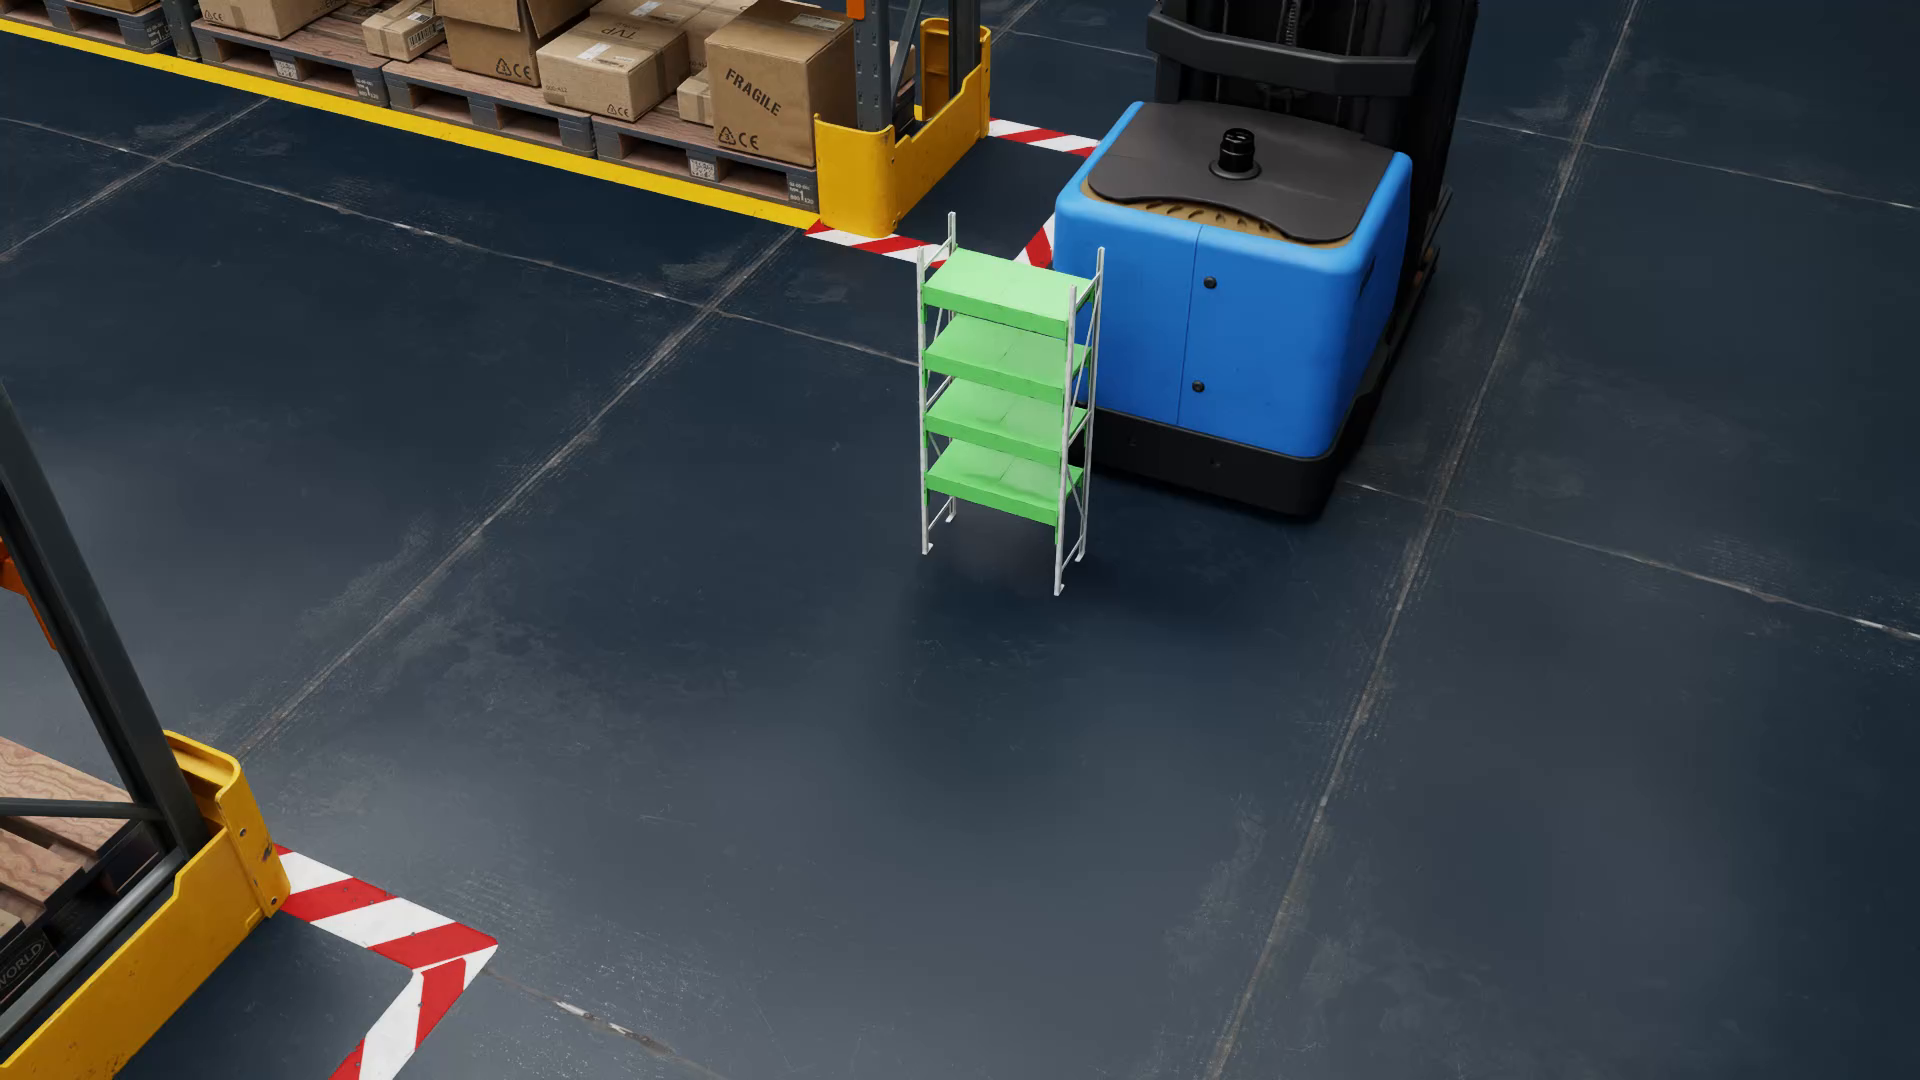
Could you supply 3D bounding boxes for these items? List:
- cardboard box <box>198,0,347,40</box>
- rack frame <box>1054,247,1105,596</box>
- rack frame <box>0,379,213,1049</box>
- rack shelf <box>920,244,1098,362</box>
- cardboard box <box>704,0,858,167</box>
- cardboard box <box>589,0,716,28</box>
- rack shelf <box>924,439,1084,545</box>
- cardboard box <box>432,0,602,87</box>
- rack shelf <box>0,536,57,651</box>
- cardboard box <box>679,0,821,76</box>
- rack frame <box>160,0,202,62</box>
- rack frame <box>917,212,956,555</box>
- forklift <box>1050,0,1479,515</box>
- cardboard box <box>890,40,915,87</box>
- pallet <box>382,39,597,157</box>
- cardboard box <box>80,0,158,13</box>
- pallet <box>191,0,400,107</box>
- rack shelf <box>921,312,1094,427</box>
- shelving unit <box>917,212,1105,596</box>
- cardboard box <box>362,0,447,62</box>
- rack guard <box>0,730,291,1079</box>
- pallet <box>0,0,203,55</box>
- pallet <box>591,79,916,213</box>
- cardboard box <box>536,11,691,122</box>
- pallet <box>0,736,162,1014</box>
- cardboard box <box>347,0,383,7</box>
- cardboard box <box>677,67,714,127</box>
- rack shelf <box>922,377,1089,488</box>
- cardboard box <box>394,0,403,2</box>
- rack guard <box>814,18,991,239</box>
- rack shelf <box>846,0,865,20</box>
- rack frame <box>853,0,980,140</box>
[{"bbox_3d":[-3.506,-2.824,8.434,0.500,0.311,0.500,17,44,19],"label":"cardboard box"},{"bbox_3d":[0.371,-0.340,5.226,0.015,1.200,0.240,17,44,19],"label":"rack frame"},{"bbox_3d":[-2.268,0.129,3.311,0.127,3.000,1.000,17,44,19],"label":"rack frame"},{"bbox_3d":[0.150,-0.722,5.032,0.480,0.148,0.258,17,44,19],"label":"rack shelf"},{"bbox_3d":[-0.767,-2.036,7.382,0.500,0.500,0.500,17,44,19],"label":"cardboard box"},{"bbox_3d":[-1.450,-2.533,8.146,0.500,0.250,0.500,17,44,19],"label":"cardboard box"},{"bbox_3d":[0.150,-0.178,5.503,0.480,0.148,0.258,17,44,19],"label":"rack shelf"},{"bbox_3d":[-2.091,-2.624,8.057,0.637,0.503,0.797,17,44,19],"label":"cardboard box"},{"bbox_3d":[-4.081,-0.153,4.186,4.000,0.370,1.077,17,44,19],"label":"rack shelf"},{"bbox_3d":[-0.996,-2.395,7.986,0.500,0.250,0.500,17,44,19],"label":"cardboard box"},{"bbox_3d":[-3.795,-3.918,7.980,0.127,3.000,1.000,17,44,19],"label":"rack frame"},{"bbox_3d":[-0.071,-0.475,5.382,0.015,1.200,0.240,17,44,19],"label":"rack frame"},{"bbox_3d":[1.359,-2.162,6.006,1.130,2.935,3.031,16,43,18],"label":"forklift"},{"bbox_3d":[-0.405,-2.219,7.861,0.250,0.149,0.380,17,44,19],"label":"cardboard box"},{"bbox_3d":[-2.064,-2.336,8.285,1.213,0.211,1.003,17,44,19],"label":"pallet"},{"bbox_3d":[-4.364,-3.106,8.616,0.500,0.500,0.500,17,44,18],"label":"cardboard box"},{"bbox_3d":[-3.173,-2.673,8.673,1.213,0.211,1.003,17,44,19],"label":"pallet"},{"bbox_3d":[0.150,-0.541,5.189,0.480,0.148,0.258,17,44,19],"label":"rack shelf"},{"bbox_3d":[0.150,-0.408,5.304,0.503,1.200,0.258,17,44,19],"label":"shelving unit"},{"bbox_3d":[-2.718,-2.535,8.212,0.250,0.166,0.380,17,44,19],"label":"cardboard box"},{"bbox_3d":[-2.241,1.072,4.131,0.348,0.500,1.175,17,44,19],"label":"rack guard"},{"bbox_3d":[-4.549,-3.067,9.127,1.213,0.211,1.003,17,44,19],"label":"pallet"},{"bbox_3d":[-0.962,-1.998,7.894,1.213,0.211,1.003,17,44,19],"label":"pallet"},{"bbox_3d":[-1.616,-2.223,7.788,0.500,0.250,0.500,17,44,19],"label":"cardboard box"},{"bbox_3d":[-2.999,0.931,4.515,1.213,0.211,1.003,17,44,19],"label":"pallet"},{"bbox_3d":[-3.159,-3.150,8.667,0.500,0.500,0.500,17,44,19],"label":"cardboard box"},{"bbox_3d":[-1.096,-2.076,7.682,0.250,0.166,0.380,17,44,19],"label":"cardboard box"},{"bbox_3d":[0.150,-0.359,5.346,0.480,0.148,0.258,17,44,19],"label":"rack shelf"},{"bbox_3d":[-2.794,-2.949,8.703,0.250,0.149,0.380,17,44,19],"label":"cardboard box"},{"bbox_3d":[-0.239,-1.887,7.545,0.348,0.500,1.175,17,44,19],"label":"rack guard"},{"bbox_3d":[-1.983,-3.092,7.577,4.000,0.370,1.077,17,44,19],"label":"rack shelf"},{"bbox_3d":[-0.171,-2.810,6.702,0.127,3.000,1.000,17,44,19],"label":"rack frame"}]
